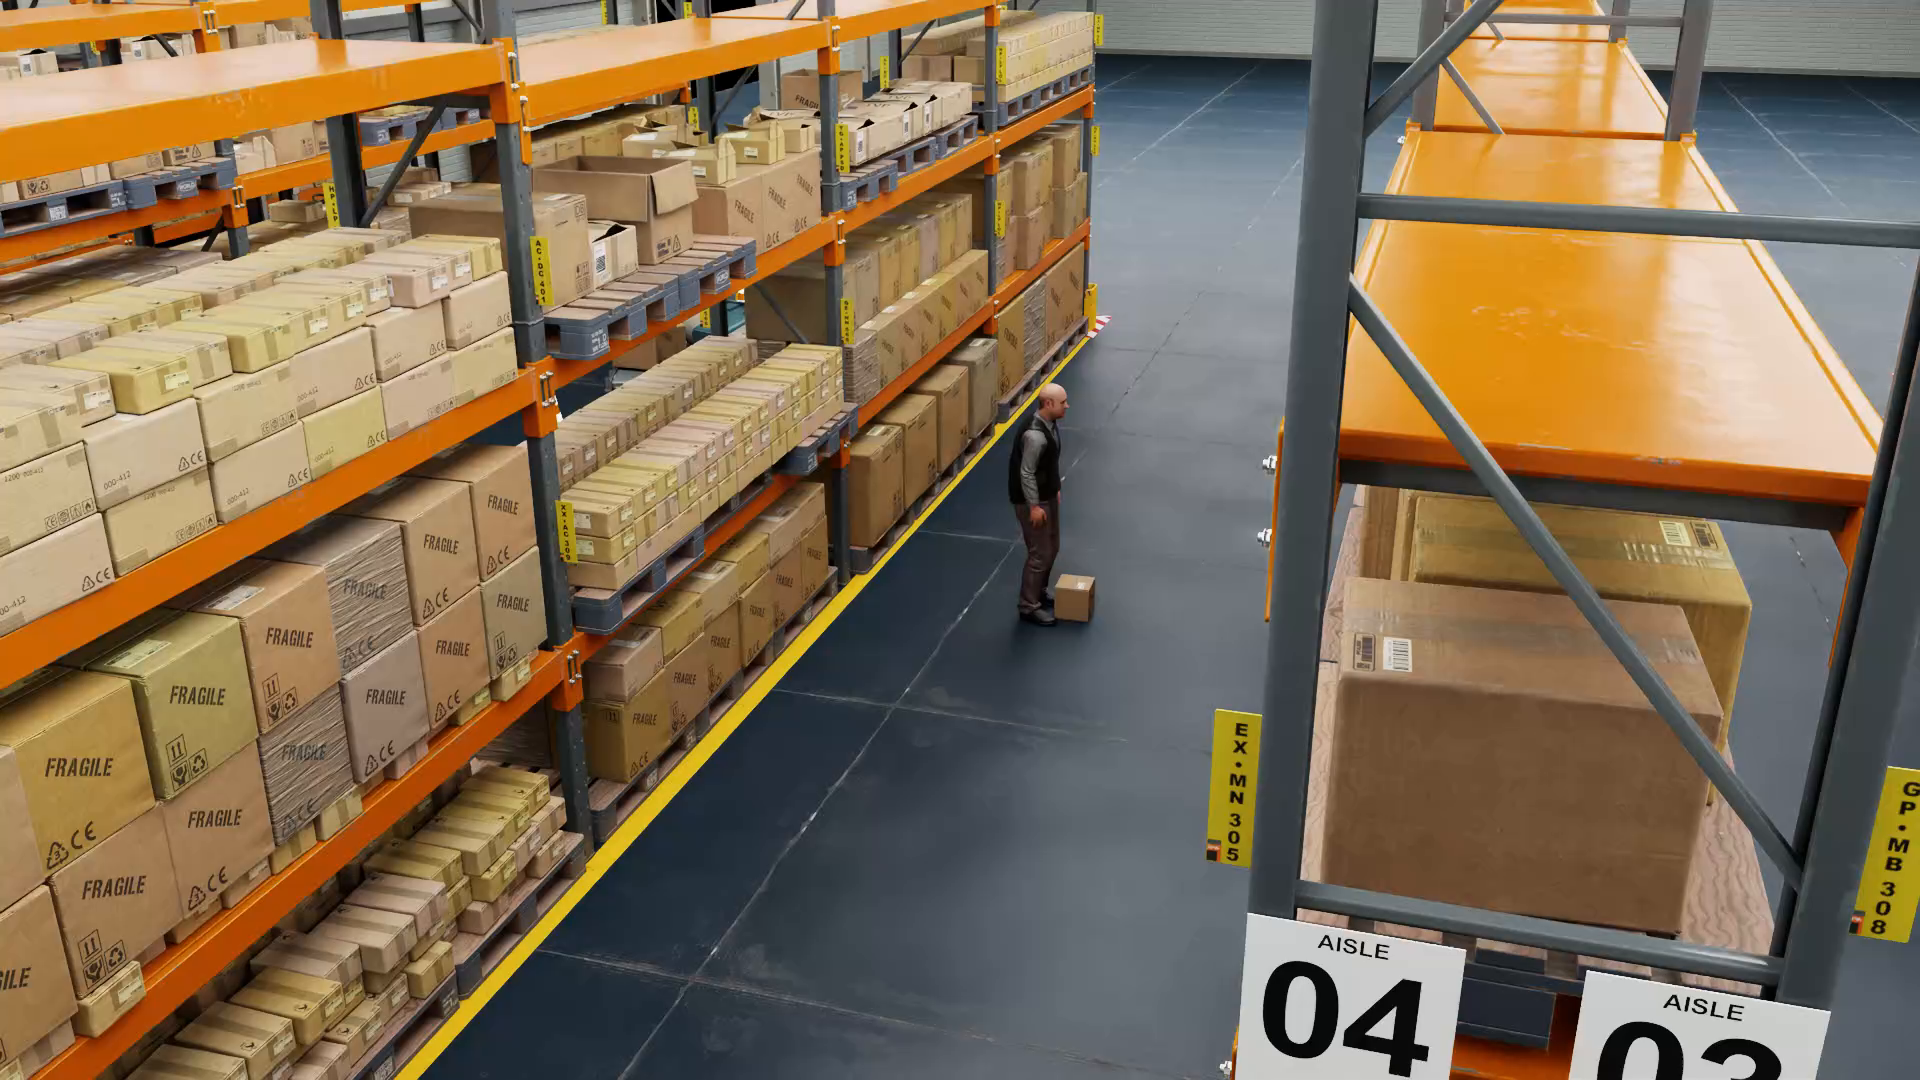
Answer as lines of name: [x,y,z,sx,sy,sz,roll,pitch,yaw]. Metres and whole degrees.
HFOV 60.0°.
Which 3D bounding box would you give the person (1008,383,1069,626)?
person: [0.582,-0.284,11.861,0.373,1.720,0.580,7,23,16]
